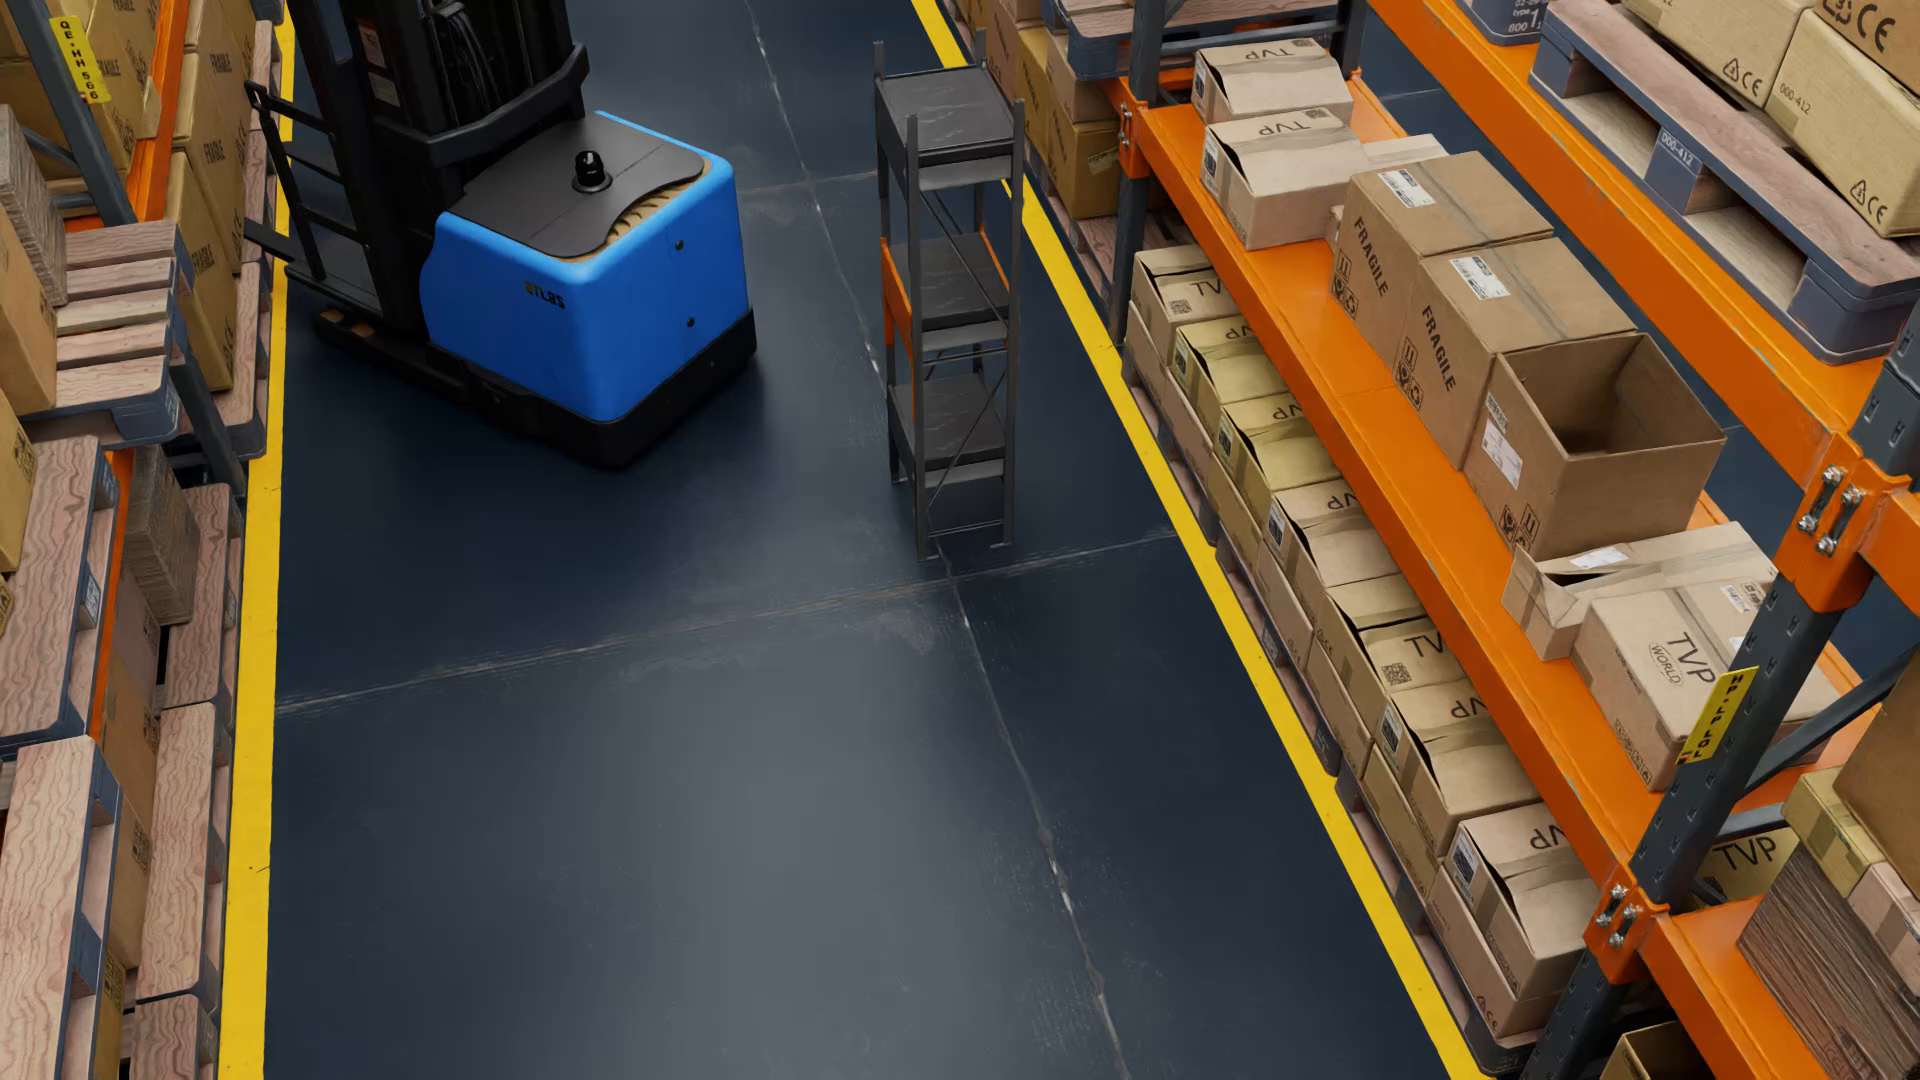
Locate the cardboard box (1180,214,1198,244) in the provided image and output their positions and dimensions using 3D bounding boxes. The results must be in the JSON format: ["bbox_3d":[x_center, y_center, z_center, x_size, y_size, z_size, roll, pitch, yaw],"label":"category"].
[{"bbox_3d":[1.367,-1.736,8.044,0.500,0.500,0.500,-9,46,-9],"label":"cardboard box"}]

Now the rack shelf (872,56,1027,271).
[{"bbox_3d":[-0.042,-1.330,5.873,0.431,0.518,0.480,-11,47,-10],"label":"rack shelf"}]

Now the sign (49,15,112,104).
[{"bbox_3d":[-3.058,-1.666,5.778,0.100,0.325,0.005,-11,47,-10],"label":"sign"}]

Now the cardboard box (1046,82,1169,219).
[{"bbox_3d":[0.741,-1.973,8.276,0.500,0.500,0.500,-9,46,-9],"label":"cardboard box"}]

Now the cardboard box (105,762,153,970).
[{"bbox_3d":[-3.033,1.088,5.277,0.700,0.500,0.500,-10,46,-10],"label":"cardboard box"}]

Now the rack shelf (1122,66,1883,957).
[{"bbox_3d":[1.720,-0.458,5.853,1.077,0.370,4.000,-11,47,-10],"label":"rack shelf"}]

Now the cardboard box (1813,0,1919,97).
[{"bbox_3d":[2.112,-1.169,3.232,0.500,0.500,0.500,-10,46,-10],"label":"cardboard box"}]

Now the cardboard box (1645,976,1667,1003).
[{"bbox_3d":[2.368,1.163,5.392,0.500,0.250,0.500,-12,47,-11],"label":"cardboard box"}]

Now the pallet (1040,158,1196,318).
[{"bbox_3d":[1.053,-1.637,8.457,1.003,0.211,1.213,-11,47,-10],"label":"pallet"}]

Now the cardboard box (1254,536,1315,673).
[{"bbox_3d":[1.457,0.199,6.337,0.500,0.250,0.500,-10,46,-10],"label":"cardboard box"}]

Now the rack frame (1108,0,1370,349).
[{"bbox_3d":[1.208,-2.091,6.949,1.000,3.000,0.127,-11,47,-10],"label":"rack frame"}]

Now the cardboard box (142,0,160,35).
[{"bbox_3d":[-3.708,-2.417,6.977,0.500,0.500,0.500,-11,47,-10],"label":"cardboard box"}]

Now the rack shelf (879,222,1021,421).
[{"bbox_3d":[-0.042,-0.840,6.373,0.431,0.518,0.480,-11,47,-10],"label":"rack shelf"}]

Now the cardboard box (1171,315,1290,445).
[{"bbox_3d":[1.200,-0.695,6.820,0.500,0.311,0.500,-12,47,-11],"label":"cardboard box"}]

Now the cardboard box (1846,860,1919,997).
[{"bbox_3d":[2.178,0.803,3.589,0.380,0.149,0.250,-10,46,-10],"label":"cardboard box"}]

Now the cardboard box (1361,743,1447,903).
[{"bbox_3d":[1.717,0.903,5.646,0.500,0.250,0.500,-11,47,-11],"label":"cardboard box"}]

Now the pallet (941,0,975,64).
[{"bbox_3d":[0.428,-3.322,10.108,1.003,0.211,1.213,-11,47,-10],"label":"pallet"}]

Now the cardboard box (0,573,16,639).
[{"bbox_3d":[-2.988,0.197,4.330,0.700,0.500,0.500,-5,46,-5],"label":"cardboard box"}]

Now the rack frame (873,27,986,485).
[{"bbox_3d":[-0.105,-1.018,6.528,0.400,2.100,0.015,-11,47,-10],"label":"rack frame"}]

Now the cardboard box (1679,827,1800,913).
[{"bbox_3d":[2.367,0.959,5.199,0.500,0.311,0.500,-11,47,-10],"label":"cardboard box"}]

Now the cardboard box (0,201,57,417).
[{"bbox_3d":[-3.281,-0.668,5.177,0.700,0.500,0.500,-15,47,-14],"label":"cardboard box"}]

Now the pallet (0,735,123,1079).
[{"bbox_3d":[-2.611,1.092,3.965,1.003,0.211,1.213,-11,47,-10],"label":"pallet"}]

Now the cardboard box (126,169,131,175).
[{"bbox_3d":[-3.496,-1.547,6.578,0.380,0.149,0.250,-10,46,-10],"label":"cardboard box"}]

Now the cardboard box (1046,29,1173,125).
[{"bbox_3d":[0.723,-2.273,8.045,0.500,0.250,0.500,-9,46,-9],"label":"cardboard box"}]

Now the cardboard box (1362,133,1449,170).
[{"bbox_3d":[1.705,-1.432,6.480,0.380,0.149,0.250,-11,47,-10],"label":"cardboard box"}]

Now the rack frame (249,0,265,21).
[{"bbox_3d":[-4.604,-3.944,8.766,1.000,3.000,0.127,-11,47,-10],"label":"rack frame"}]

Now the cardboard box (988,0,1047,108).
[{"bbox_3d":[0.469,-2.691,8.980,0.500,0.500,0.500,-12,47,-12],"label":"cardboard box"}]

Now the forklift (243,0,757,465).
[{"bbox_3d":[-2.464,-2.177,7.082,3.031,2.935,1.130,25,51,23],"label":"forklift"}]

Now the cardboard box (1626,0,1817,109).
[{"bbox_3d":[1.940,-1.279,3.865,0.500,0.250,0.500,-15,47,-14],"label":"cardboard box"}]

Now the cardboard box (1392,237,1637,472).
[{"bbox_3d":[1.788,-0.607,5.425,0.500,0.500,0.500,-11,47,-10],"label":"cardboard box"}]

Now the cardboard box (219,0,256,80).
[{"bbox_3d":[-4.312,-2.914,8.967,0.750,0.750,0.750,-10,46,-10],"label":"cardboard box"}]

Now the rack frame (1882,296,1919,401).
[{"bbox_3d":[2.232,-1.429,2.100,1.000,3.000,0.127,-11,47,-10],"label":"rack frame"}]

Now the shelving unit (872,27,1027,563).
[{"bbox_3d":[-0.042,-0.849,6.363,0.431,2.100,0.503,-11,47,-10],"label":"shelving unit"}]

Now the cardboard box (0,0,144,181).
[{"bbox_3d":[-3.457,-1.711,6.285,0.500,0.500,0.500,-9,46,-9],"label":"cardboard box"}]

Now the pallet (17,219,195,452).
[{"bbox_3d":[-3.295,-0.643,5.665,1.213,0.211,1.003,-11,47,-10],"label":"pallet"}]

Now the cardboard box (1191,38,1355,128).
[{"bbox_3d":[1.259,-1.800,6.727,0.500,0.311,0.500,-8,46,-8],"label":"cardboard box"}]

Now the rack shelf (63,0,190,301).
[{"bbox_3d":[-4.092,-2.311,7.669,1.077,0.370,4.000,-11,47,-10],"label":"rack shelf"}]

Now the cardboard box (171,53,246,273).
[{"bbox_3d":[-3.860,-1.715,7.792,0.750,0.750,0.750,-11,47,-11],"label":"cardboard box"}]

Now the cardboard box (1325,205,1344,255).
[{"bbox_3d":[1.589,-1.133,6.186,0.380,0.149,0.250,-8,46,-7],"label":"cardboard box"}]

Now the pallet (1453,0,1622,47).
[{"bbox_3d":[1.757,-1.851,4.746,1.003,0.211,1.213,-9,46,-8],"label":"pallet"}]

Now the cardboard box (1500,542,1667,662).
[{"bbox_3d":[1.829,0.145,4.853,0.396,0.266,0.258,-12,47,-11],"label":"cardboard box"}]

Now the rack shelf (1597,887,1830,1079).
[{"bbox_3d":[2.744,2.304,3.147,1.077,0.370,4.000,-11,47,-10],"label":"rack shelf"}]

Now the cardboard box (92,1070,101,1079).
[{"bbox_3d":[-2.761,1.795,4.584,0.700,0.500,0.500,-9,46,-9],"label":"cardboard box"}]

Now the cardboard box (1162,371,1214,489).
[{"bbox_3d":[1.187,-0.513,7.035,0.500,0.250,0.500,-12,47,-11],"label":"cardboard box"}]

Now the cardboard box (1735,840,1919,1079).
[{"bbox_3d":[2.351,0.941,3.908,0.700,0.500,0.500,-12,47,-11],"label":"cardboard box"}]

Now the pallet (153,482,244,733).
[{"bbox_3d":[-3.381,0.333,6.526,1.003,0.211,1.213,-11,47,-10],"label":"pallet"}]

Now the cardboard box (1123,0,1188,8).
[{"bbox_3d":[0.937,-2.687,7.170,0.700,0.500,0.500,-26,51,-23],"label":"cardboard box"}]

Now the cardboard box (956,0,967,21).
[{"bbox_3d":[0.219,-3.387,9.662,0.500,0.500,0.500,-10,46,-10],"label":"cardboard box"}]

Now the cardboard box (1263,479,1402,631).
[{"bbox_3d":[1.461,0.012,6.127,0.500,0.311,0.500,-11,47,-11],"label":"cardboard box"}]

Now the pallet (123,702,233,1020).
[{"bbox_3d":[-3.073,1.174,5.702,1.003,0.211,1.213,-11,47,-10],"label":"pallet"}]

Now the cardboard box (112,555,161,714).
[{"bbox_3d":[-3.326,0.403,5.948,0.700,0.500,0.500,-11,47,-10],"label":"cardboard box"}]

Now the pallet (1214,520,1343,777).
[{"bbox_3d":[1.689,0.301,6.557,1.003,0.211,1.213,-11,47,-10],"label":"pallet"}]

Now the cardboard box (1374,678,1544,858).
[{"bbox_3d":[1.712,0.705,5.448,0.500,0.311,0.500,-10,46,-9],"label":"cardboard box"}]

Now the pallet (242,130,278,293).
[{"bbox_3d":[-4.018,-1.605,8.426,1.003,0.211,1.213,-11,47,-10],"label":"pallet"}]
